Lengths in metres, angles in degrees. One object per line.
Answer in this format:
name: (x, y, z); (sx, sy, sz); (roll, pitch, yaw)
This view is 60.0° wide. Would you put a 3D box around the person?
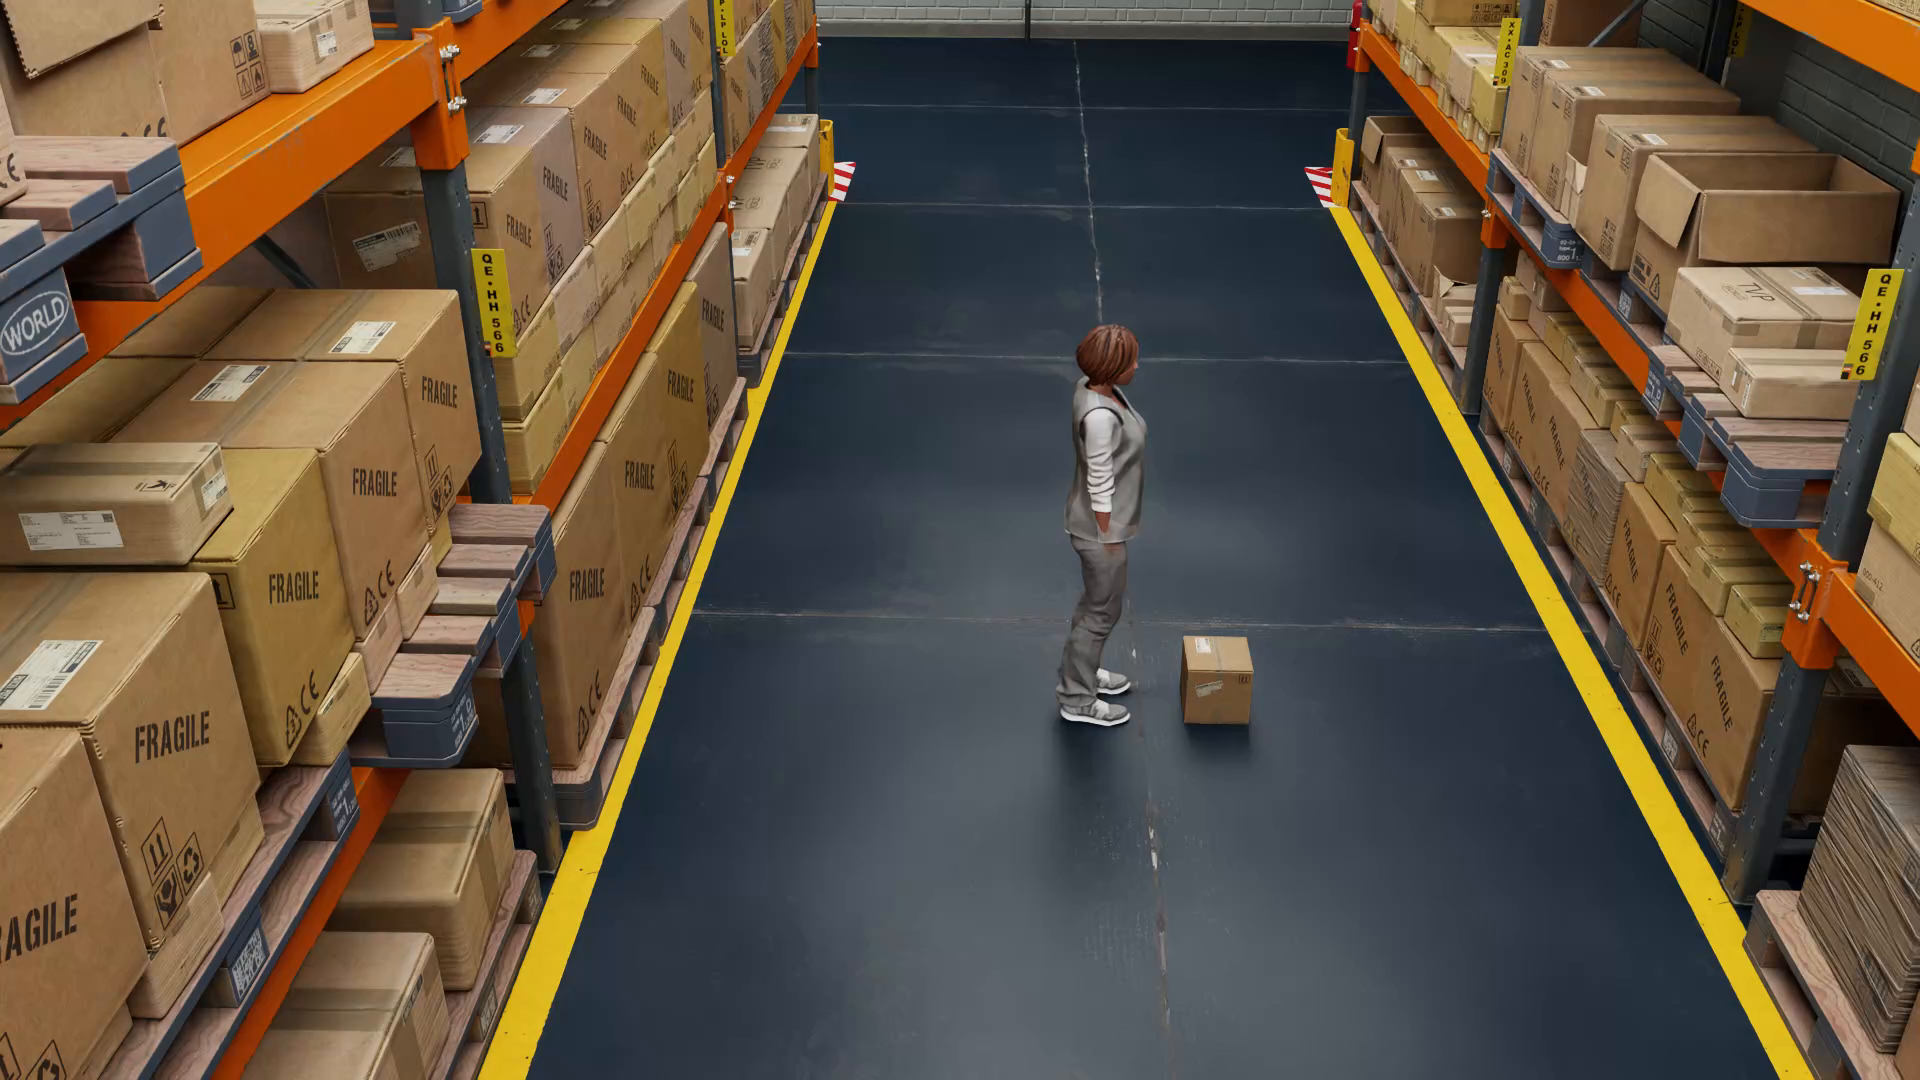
person: (0.532, -0.058, 6.247); (0.309, 1.595, 0.406); (2, 28, 3)
